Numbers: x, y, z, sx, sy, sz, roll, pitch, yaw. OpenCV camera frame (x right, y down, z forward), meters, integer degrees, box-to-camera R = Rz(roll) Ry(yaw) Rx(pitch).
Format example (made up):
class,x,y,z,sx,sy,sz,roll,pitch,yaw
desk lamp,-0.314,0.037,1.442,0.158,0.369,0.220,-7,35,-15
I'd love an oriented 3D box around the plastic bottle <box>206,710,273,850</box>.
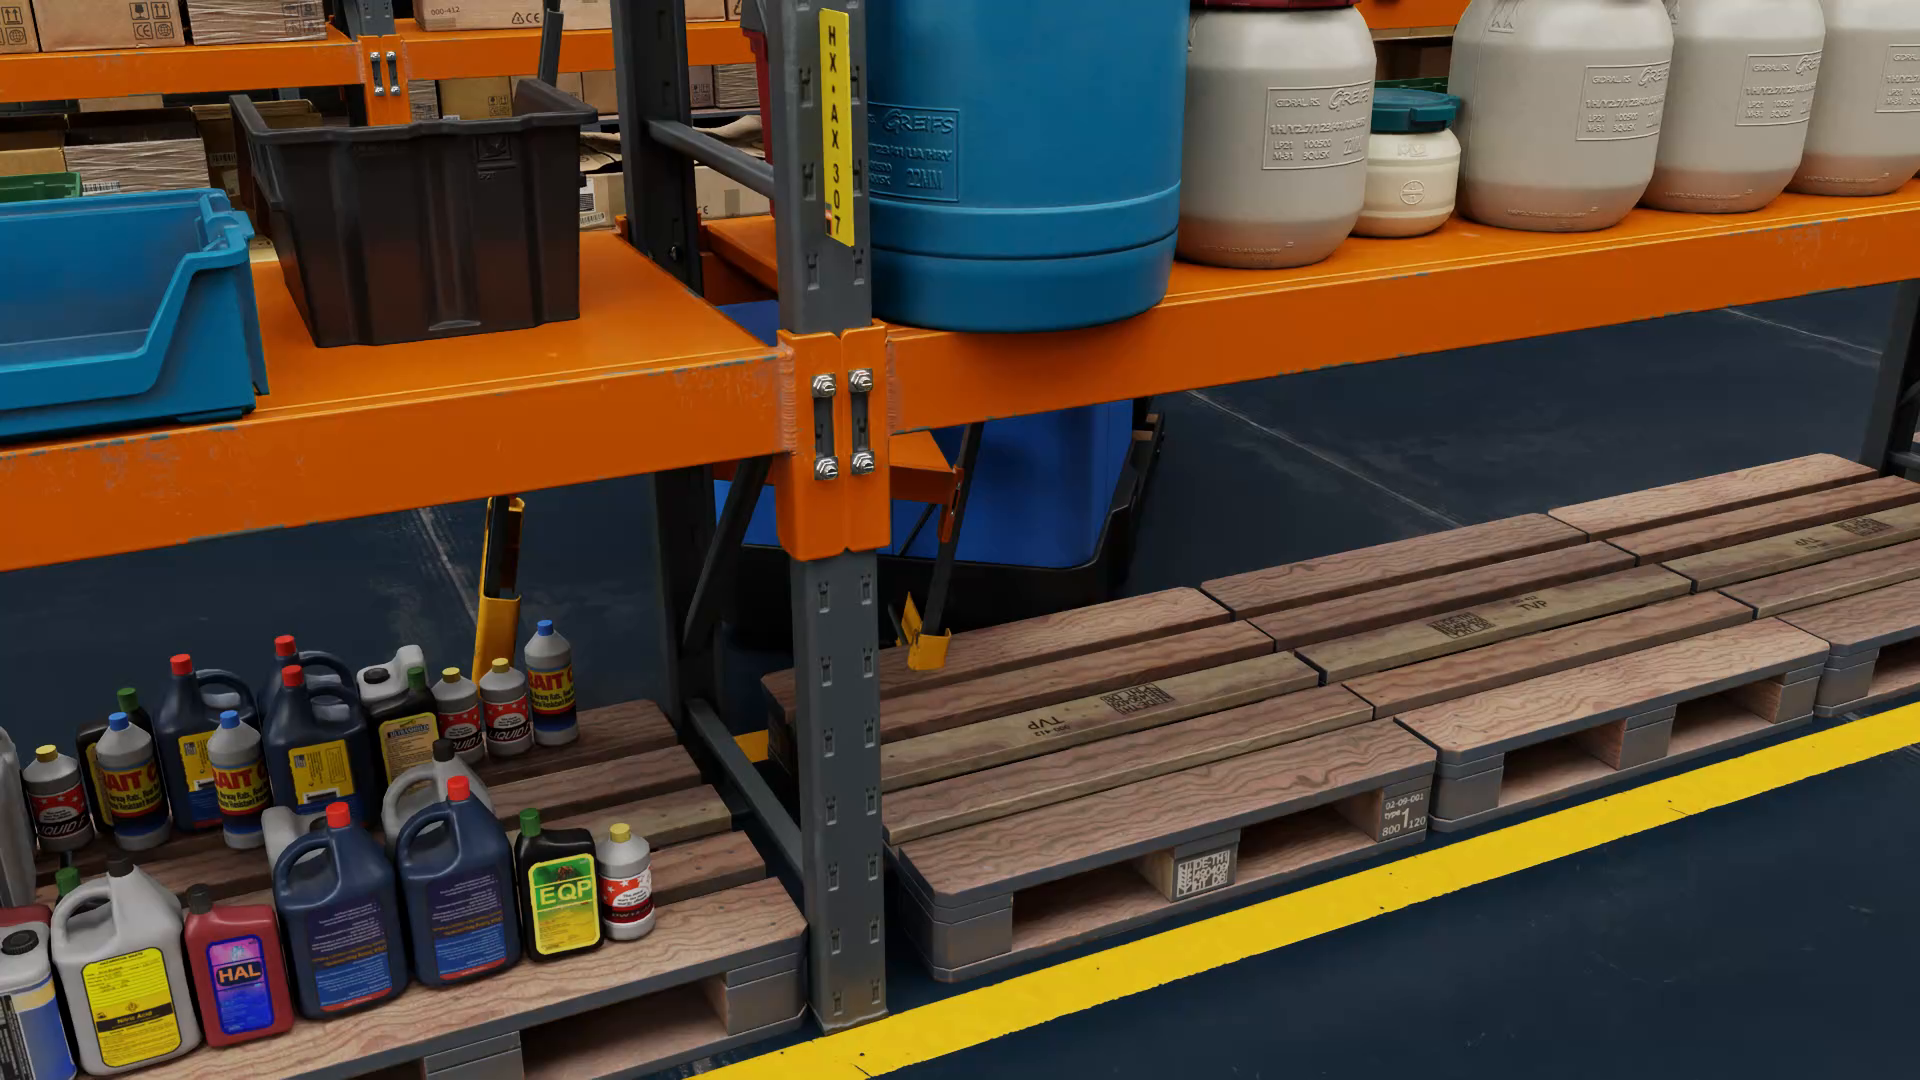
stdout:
class,x,y,z,sx,sy,sz,roll,pitch,yaw
plastic bottle,-1.392,0.457,3.217,0.097,0.271,0.097,0,22,0

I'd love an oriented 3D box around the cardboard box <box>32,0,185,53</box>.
class,x,y,z,sx,sy,sz,roll,pitch,yaw
cardboard box,-3.421,-2.246,6.623,0.500,0.500,0.700,-11,25,-24

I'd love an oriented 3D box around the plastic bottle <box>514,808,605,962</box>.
class,x,y,z,sx,sy,sz,roll,pitch,yaw
plastic bottle,-0.697,0.588,2.884,0.133,0.283,0.061,-9,24,-21

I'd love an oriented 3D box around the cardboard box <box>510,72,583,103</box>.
class,x,y,z,sx,sy,sz,roll,pitch,yaw
cardboard box,-3.126,-3.421,12.287,0.500,0.500,0.700,-10,25,-23

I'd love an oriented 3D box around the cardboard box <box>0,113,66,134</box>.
class,x,y,z,sx,sy,sz,roll,pitch,yaw
cardboard box,-4.006,-1.500,7.018,0.500,0.500,0.500,-10,25,-24

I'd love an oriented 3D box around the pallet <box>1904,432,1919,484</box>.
class,x,y,z,sx,sy,sz,roll,pitch,yaw
pallet,3.890,-0.178,5.403,1.213,0.211,1.003,-10,25,-24

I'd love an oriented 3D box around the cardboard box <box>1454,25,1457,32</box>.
class,x,y,z,sx,sy,sz,roll,pitch,yaw
cardboard box,4.618,-4.784,15.604,0.500,0.500,0.700,-11,25,-25

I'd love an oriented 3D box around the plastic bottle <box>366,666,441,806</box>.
class,x,y,z,sx,sy,sz,roll,pitch,yaw
plastic bottle,-1.116,0.396,3.348,0.133,0.283,0.061,-10,25,-24

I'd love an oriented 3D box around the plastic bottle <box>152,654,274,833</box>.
class,x,y,z,sx,sy,sz,roll,pitch,yaw
plastic bottle,-1.484,0.386,3.285,0.185,0.351,0.144,-12,25,-26

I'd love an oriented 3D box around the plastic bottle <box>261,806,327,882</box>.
class,x,y,z,sx,sy,sz,roll,pitch,yaw
plastic bottle,-1.122,0.589,2.891,0.135,0.276,0.152,-10,25,-24

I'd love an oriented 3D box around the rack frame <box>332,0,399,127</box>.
class,x,y,z,sx,sy,sz,roll,pitch,yaw
rack frame,-2.551,-2.365,7.042,0.127,3.000,1.000,-10,25,-24

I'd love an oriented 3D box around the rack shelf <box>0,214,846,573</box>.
class,x,y,z,sx,sy,sz,roll,pitch,yaw
rack shelf,-2.209,0.007,2.252,4.000,0.370,1.077,-10,25,-24

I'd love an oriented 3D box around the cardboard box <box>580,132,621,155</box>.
class,x,y,z,sx,sy,sz,roll,pitch,yaw
cardboard box,-1.845,-1.802,7.995,0.500,0.311,0.500,-10,24,-22

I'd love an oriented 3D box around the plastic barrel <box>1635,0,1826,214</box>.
class,x,y,z,sx,sy,sz,roll,pitch,yaw
plastic barrel,1.602,-0.997,3.558,0.433,0.535,0.433,0,22,0

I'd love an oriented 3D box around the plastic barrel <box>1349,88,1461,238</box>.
class,x,y,z,sx,sy,sz,roll,pitch,yaw
plastic barrel,0.853,-0.760,3.345,0.301,0.262,0.301,0,22,0

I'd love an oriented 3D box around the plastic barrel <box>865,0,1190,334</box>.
class,x,y,z,sx,sy,sz,roll,pitch,yaw
plastic barrel,0.073,-0.849,2.723,0.708,0.901,0.600,-10,25,-24

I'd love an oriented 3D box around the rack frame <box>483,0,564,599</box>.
class,x,y,z,sx,sy,sz,roll,pitch,yaw
rack frame,-0.989,-0.443,3.717,0.032,1.500,0.500,6,23,-16

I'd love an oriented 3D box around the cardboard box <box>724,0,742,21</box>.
class,x,y,z,sx,sy,sz,roll,pitch,yaw
cardboard box,-0.926,-2.703,7.728,0.500,0.500,0.500,-10,25,-24

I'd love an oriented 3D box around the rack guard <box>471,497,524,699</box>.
class,x,y,z,sx,sy,sz,roll,pitch,yaw
rack guard,-1.097,0.125,3.954,0.087,0.250,0.587,6,23,-16

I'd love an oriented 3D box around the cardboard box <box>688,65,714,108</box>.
class,x,y,z,sx,sy,sz,roll,pitch,yaw
cardboard box,-2.240,-3.601,12.720,0.500,0.500,0.700,-10,25,-24

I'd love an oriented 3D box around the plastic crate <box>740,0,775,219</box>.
class,x,y,z,sx,sy,sz,roll,pitch,yaw
plastic crate,-0.103,-0.873,3.353,0.583,0.464,0.402,-10,25,-24

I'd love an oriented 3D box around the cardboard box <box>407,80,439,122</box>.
class,x,y,z,sx,sy,sz,roll,pitch,yaw
cardboard box,-4.047,-3.248,11.867,0.500,0.500,0.700,-10,24,-22

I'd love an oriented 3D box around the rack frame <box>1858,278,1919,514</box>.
class,x,y,z,sx,sy,sz,roll,pitch,yaw
rack frame,3.198,-1.321,4.519,0.127,3.000,1.000,-10,25,-24

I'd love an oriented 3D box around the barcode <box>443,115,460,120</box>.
class,x,y,z,sx,sy,sz,roll,pitch,yaw
barcode,-2.141,-1.756,7.007,0.075,0.075,0.001,-10,25,-24

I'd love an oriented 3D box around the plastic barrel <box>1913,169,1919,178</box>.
class,x,y,z,sx,sy,sz,roll,pitch,yaw
plastic barrel,2.364,-1.128,3.908,0.421,0.512,0.421,0,22,0

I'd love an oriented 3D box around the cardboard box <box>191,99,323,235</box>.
class,x,y,z,sx,sy,sz,roll,pitch,yaw
cardboard box,-3.105,-1.666,7.419,0.500,0.500,0.500,-10,25,-24

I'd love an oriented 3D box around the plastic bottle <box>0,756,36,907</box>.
class,x,y,z,sx,sy,sz,roll,pitch,yaw
plastic bottle,-1.780,0.537,3.016,0.135,0.276,0.152,-10,25,-24

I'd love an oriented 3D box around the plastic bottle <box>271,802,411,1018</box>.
class,x,y,z,sx,sy,sz,roll,pitch,yaw
plastic bottle,-1.035,0.601,2.764,0.185,0.351,0.144,-12,25,-26

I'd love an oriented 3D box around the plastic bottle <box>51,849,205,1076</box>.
class,x,y,z,sx,sy,sz,roll,pitch,yaw
plastic bottle,-1.326,0.655,2.634,0.185,0.351,0.144,-11,25,-24

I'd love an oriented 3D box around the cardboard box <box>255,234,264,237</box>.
class,x,y,z,sx,sy,sz,roll,pitch,yaw
cardboard box,-3.101,-1.316,7.554,0.500,0.250,0.500,-10,25,-24

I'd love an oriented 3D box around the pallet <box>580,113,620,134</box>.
class,x,y,z,sx,sy,sz,roll,pitch,yaw
pallet,-2.901,-3.117,12.503,1.213,0.211,1.003,-10,25,-24

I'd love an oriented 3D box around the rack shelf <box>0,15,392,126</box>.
class,x,y,z,sx,sy,sz,roll,pitch,yaw
rack shelf,-4.353,-1.701,6.378,4.000,0.370,1.077,-10,25,-24

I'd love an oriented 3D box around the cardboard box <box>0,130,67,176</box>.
class,x,y,z,sx,sy,sz,roll,pitch,yaw
cardboard box,-3.779,-1.320,6.582,0.500,0.500,0.500,-10,25,-24

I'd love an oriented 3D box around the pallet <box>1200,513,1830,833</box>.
class,x,y,z,sx,sy,sz,roll,pitch,yaw
pallet,1.385,0.284,4.289,1.213,0.211,1.003,-10,25,-24

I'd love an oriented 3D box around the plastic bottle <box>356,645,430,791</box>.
class,x,y,z,sx,sy,sz,roll,pitch,yaw
plastic bottle,-1.163,0.363,3.438,0.135,0.276,0.152,-9,24,-22

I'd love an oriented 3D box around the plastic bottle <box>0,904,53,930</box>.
class,x,y,z,sx,sy,sz,roll,pitch,yaw
plastic bottle,-1.521,0.675,2.674,0.133,0.283,0.061,-10,25,-24

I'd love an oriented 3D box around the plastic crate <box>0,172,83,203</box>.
class,x,y,z,sx,sy,sz,roll,pitch,yaw
plastic crate,-1.752,-0.432,2.648,0.662,0.188,0.450,-10,25,-24

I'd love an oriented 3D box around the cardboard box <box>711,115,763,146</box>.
class,x,y,z,sx,sy,sz,roll,pitch,yaw
cardboard box,-0.940,-1.966,8.391,0.500,0.311,0.500,-11,25,-24

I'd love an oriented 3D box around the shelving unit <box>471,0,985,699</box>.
class,x,y,z,sx,sy,sz,roll,pitch,yaw
shelving unit,-0.495,-0.393,3.863,1.083,1.500,0.587,6,23,-16

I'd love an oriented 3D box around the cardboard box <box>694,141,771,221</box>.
class,x,y,z,sx,sy,sz,roll,pitch,yaw
cardboard box,-1.152,-1.698,7.743,0.500,0.311,0.500,-11,25,-25

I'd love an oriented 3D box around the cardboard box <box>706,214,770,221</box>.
class,x,y,z,sx,sy,sz,roll,pitch,yaw
cardboard box,-1.154,-1.441,7.856,0.500,0.250,0.500,-11,25,-25

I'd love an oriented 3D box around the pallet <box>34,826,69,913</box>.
class,x,y,z,sx,sy,sz,roll,pitch,yaw
pallet,-2.130,0.932,2.723,1.213,0.211,1.003,-10,25,-24

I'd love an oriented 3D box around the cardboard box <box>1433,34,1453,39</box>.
class,x,y,z,sx,sy,sz,roll,pitch,yaw
cardboard box,3.215,-2.925,10.106,0.500,0.250,0.500,-10,25,-24

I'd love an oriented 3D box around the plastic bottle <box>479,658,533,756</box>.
class,x,y,z,sx,sy,sz,roll,pitch,yaw
plastic bottle,-0.975,0.351,3.564,0.097,0.201,0.097,0,22,0

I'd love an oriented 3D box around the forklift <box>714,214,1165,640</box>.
class,x,y,z,sx,sy,sz,roll,pitch,yaw
forklift,0.124,-1.589,5.256,1.130,2.935,3.031,4,23,11

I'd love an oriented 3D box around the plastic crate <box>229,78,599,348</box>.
class,x,y,z,sx,sy,sz,roll,pitch,yaw
plastic crate,-0.933,-0.586,2.824,0.504,0.338,0.767,-10,25,-24

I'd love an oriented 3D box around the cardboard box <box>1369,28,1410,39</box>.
class,x,y,z,sx,sy,sz,roll,pitch,yaw
cardboard box,3.678,-4.609,15.181,0.500,0.500,0.700,-11,25,-24

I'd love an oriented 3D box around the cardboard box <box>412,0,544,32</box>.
class,x,y,z,sx,sy,sz,roll,pitch,yaw
cardboard box,-2.127,-2.392,7.304,0.500,0.250,0.500,-9,24,-20

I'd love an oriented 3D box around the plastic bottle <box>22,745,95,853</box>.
class,x,y,z,sx,sy,sz,roll,pitch,yaw
plastic bottle,-1.749,0.493,3.220,0.097,0.201,0.097,0,22,0

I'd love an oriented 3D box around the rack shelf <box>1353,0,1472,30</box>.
class,x,y,z,sx,sy,sz,roll,pitch,yaw
rack shelf,2.855,-3.028,9.584,4.000,0.370,1.077,-10,25,-24
